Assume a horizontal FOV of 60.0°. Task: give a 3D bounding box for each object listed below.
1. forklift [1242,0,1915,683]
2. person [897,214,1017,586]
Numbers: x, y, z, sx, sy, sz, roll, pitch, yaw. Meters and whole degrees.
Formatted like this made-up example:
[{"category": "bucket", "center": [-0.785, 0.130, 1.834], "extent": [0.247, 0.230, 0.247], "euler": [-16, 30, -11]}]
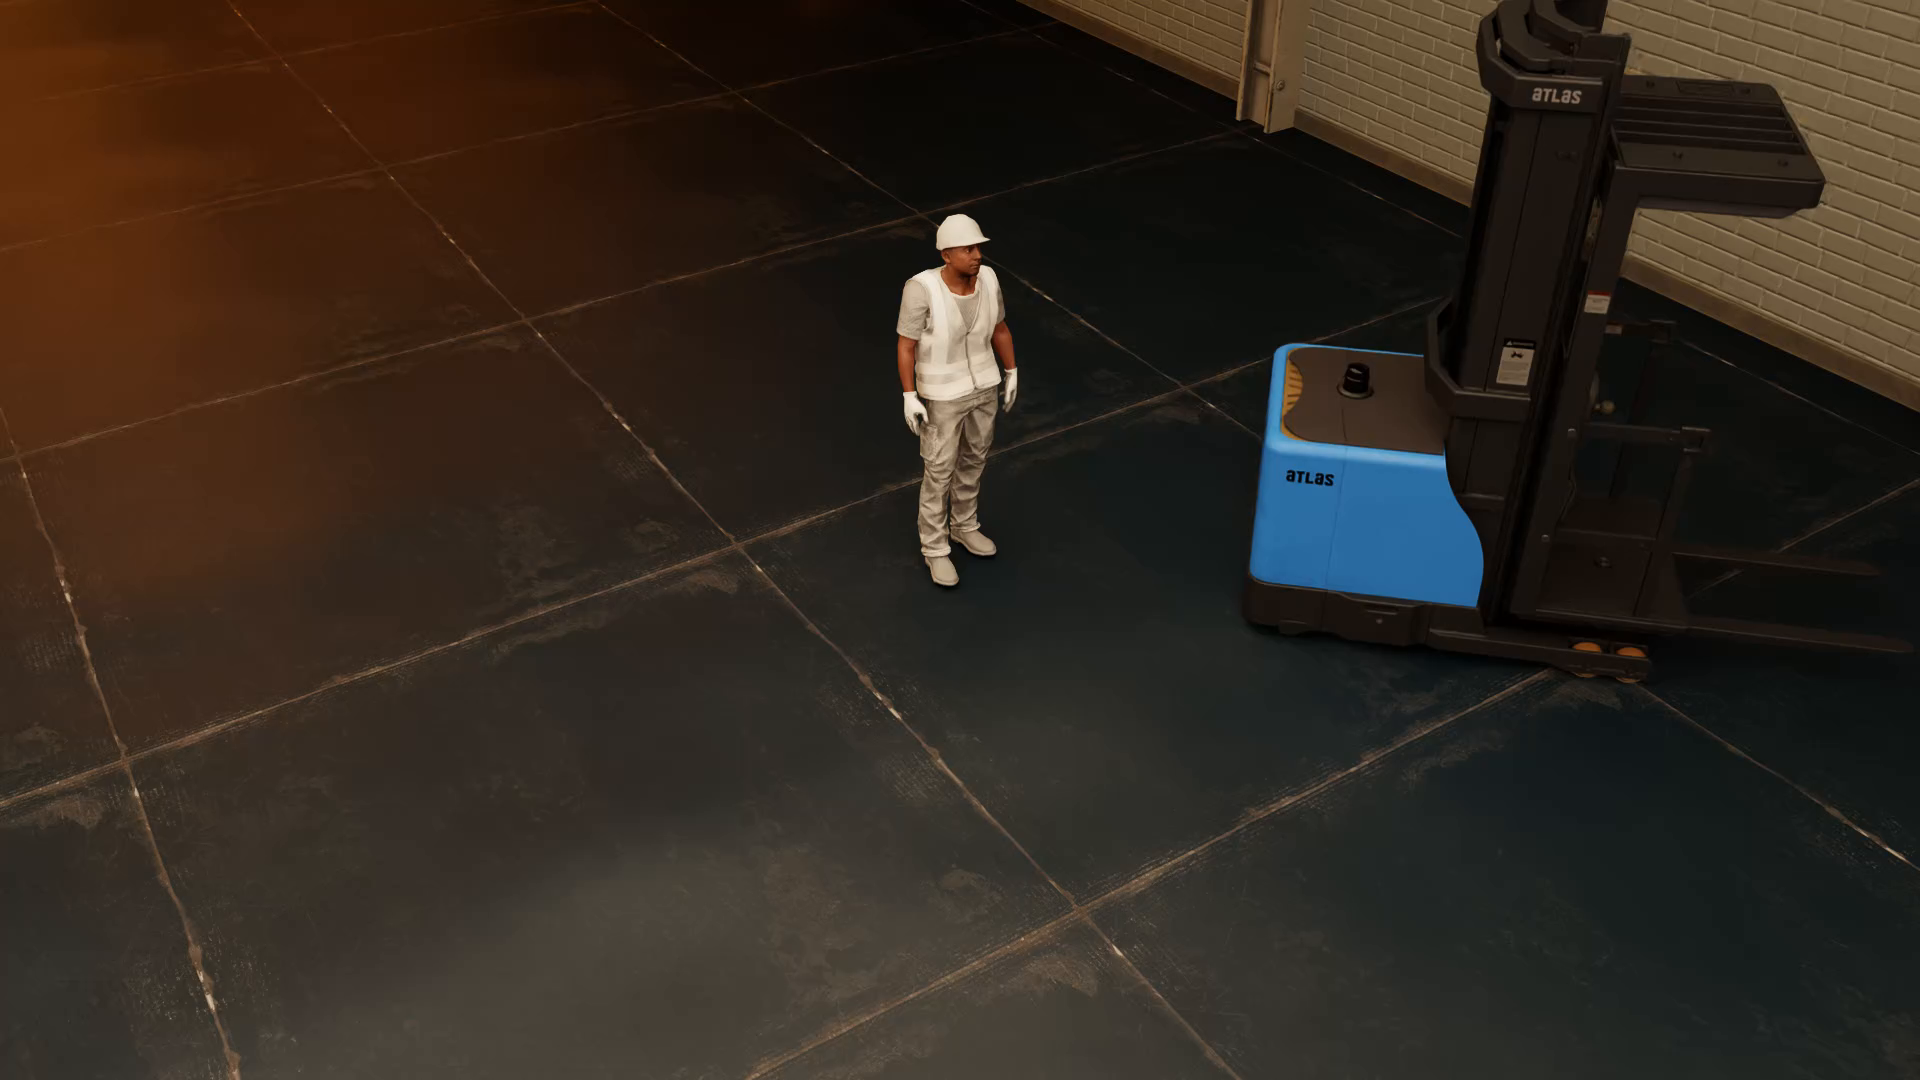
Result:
[{"category": "forklift", "center": [2.940, -0.867, 7.382], "extent": [3.031, 2.935, 1.130], "euler": [7, 36, 9]}, {"category": "person", "center": [0.033, -0.698, 8.127], "extent": [0.656, 1.786, 0.574], "euler": [-21, 40, -27]}]
